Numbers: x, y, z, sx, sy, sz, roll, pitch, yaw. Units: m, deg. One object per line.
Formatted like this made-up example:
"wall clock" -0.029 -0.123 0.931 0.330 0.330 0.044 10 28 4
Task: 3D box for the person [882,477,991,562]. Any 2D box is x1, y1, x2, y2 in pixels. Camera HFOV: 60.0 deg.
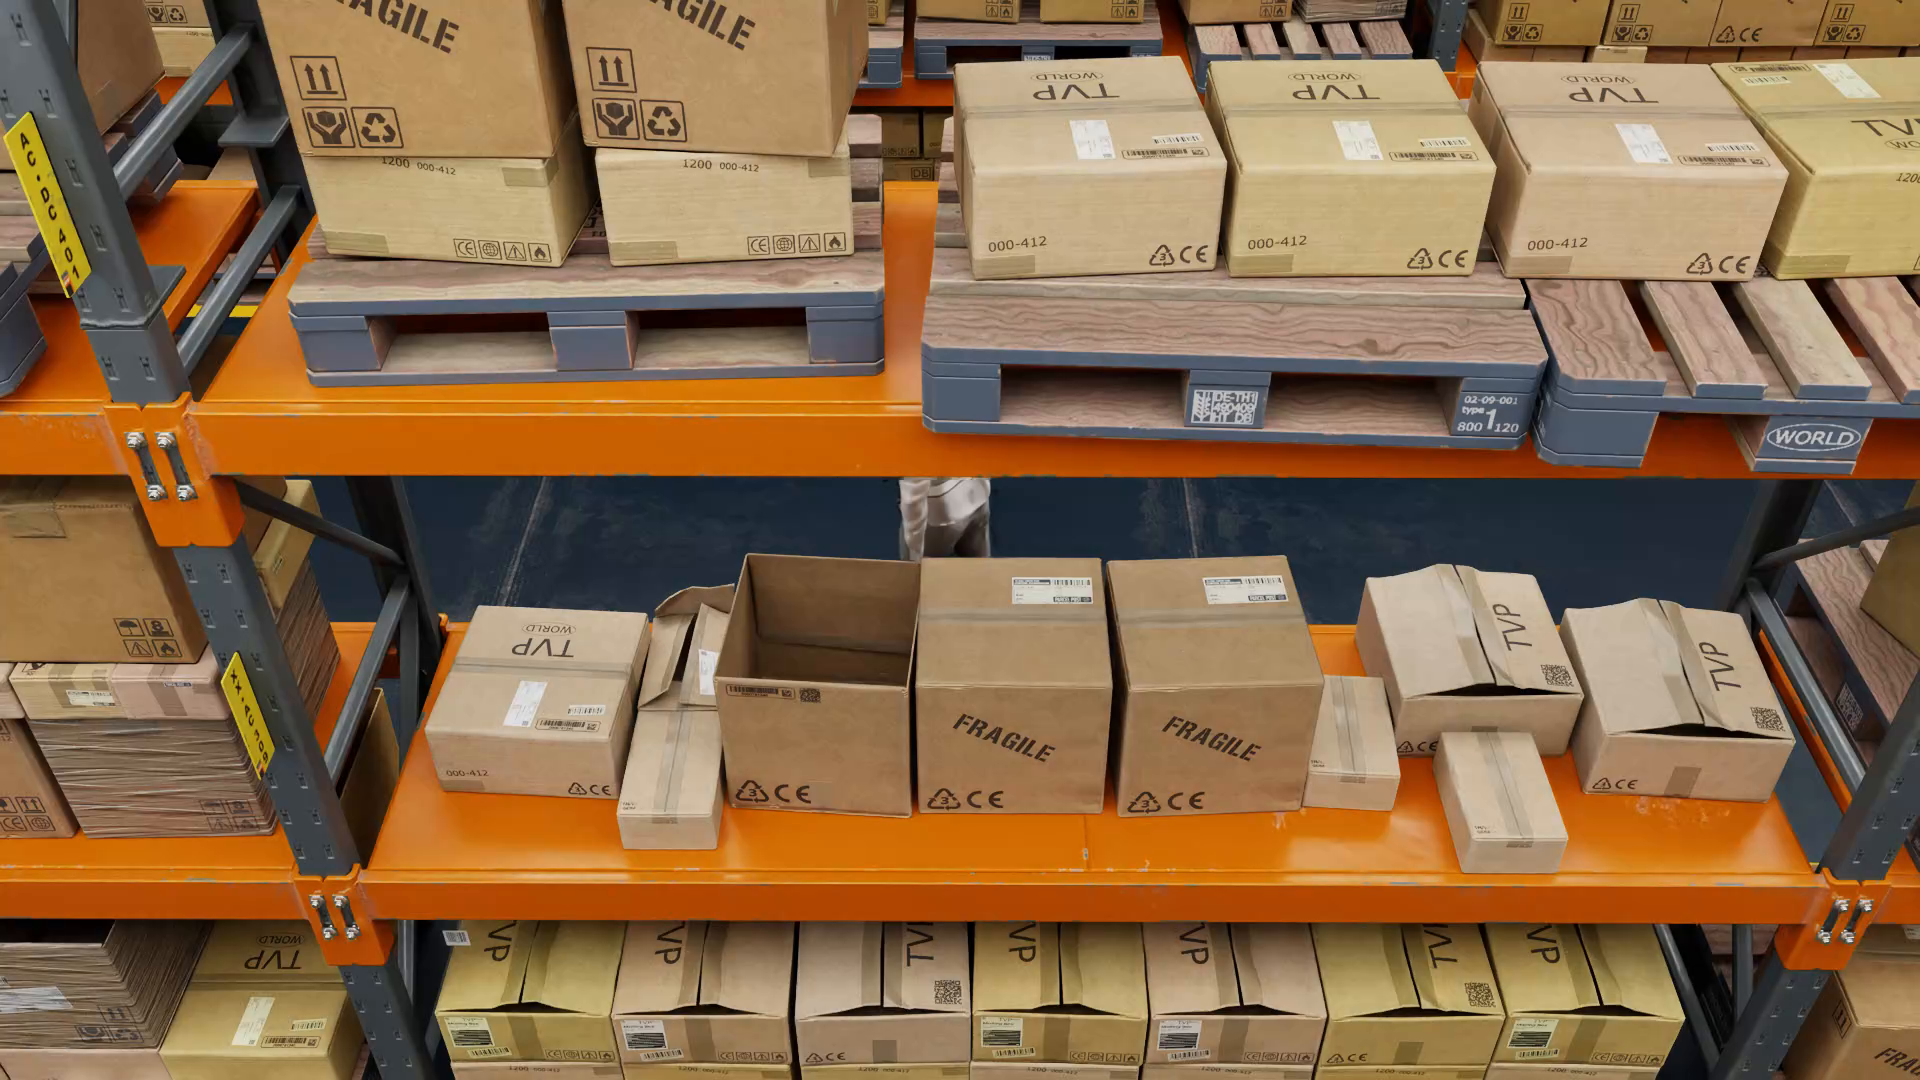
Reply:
"person" 0.003 -0.084 6.249 0.542 1.664 0.524 28 47 29
